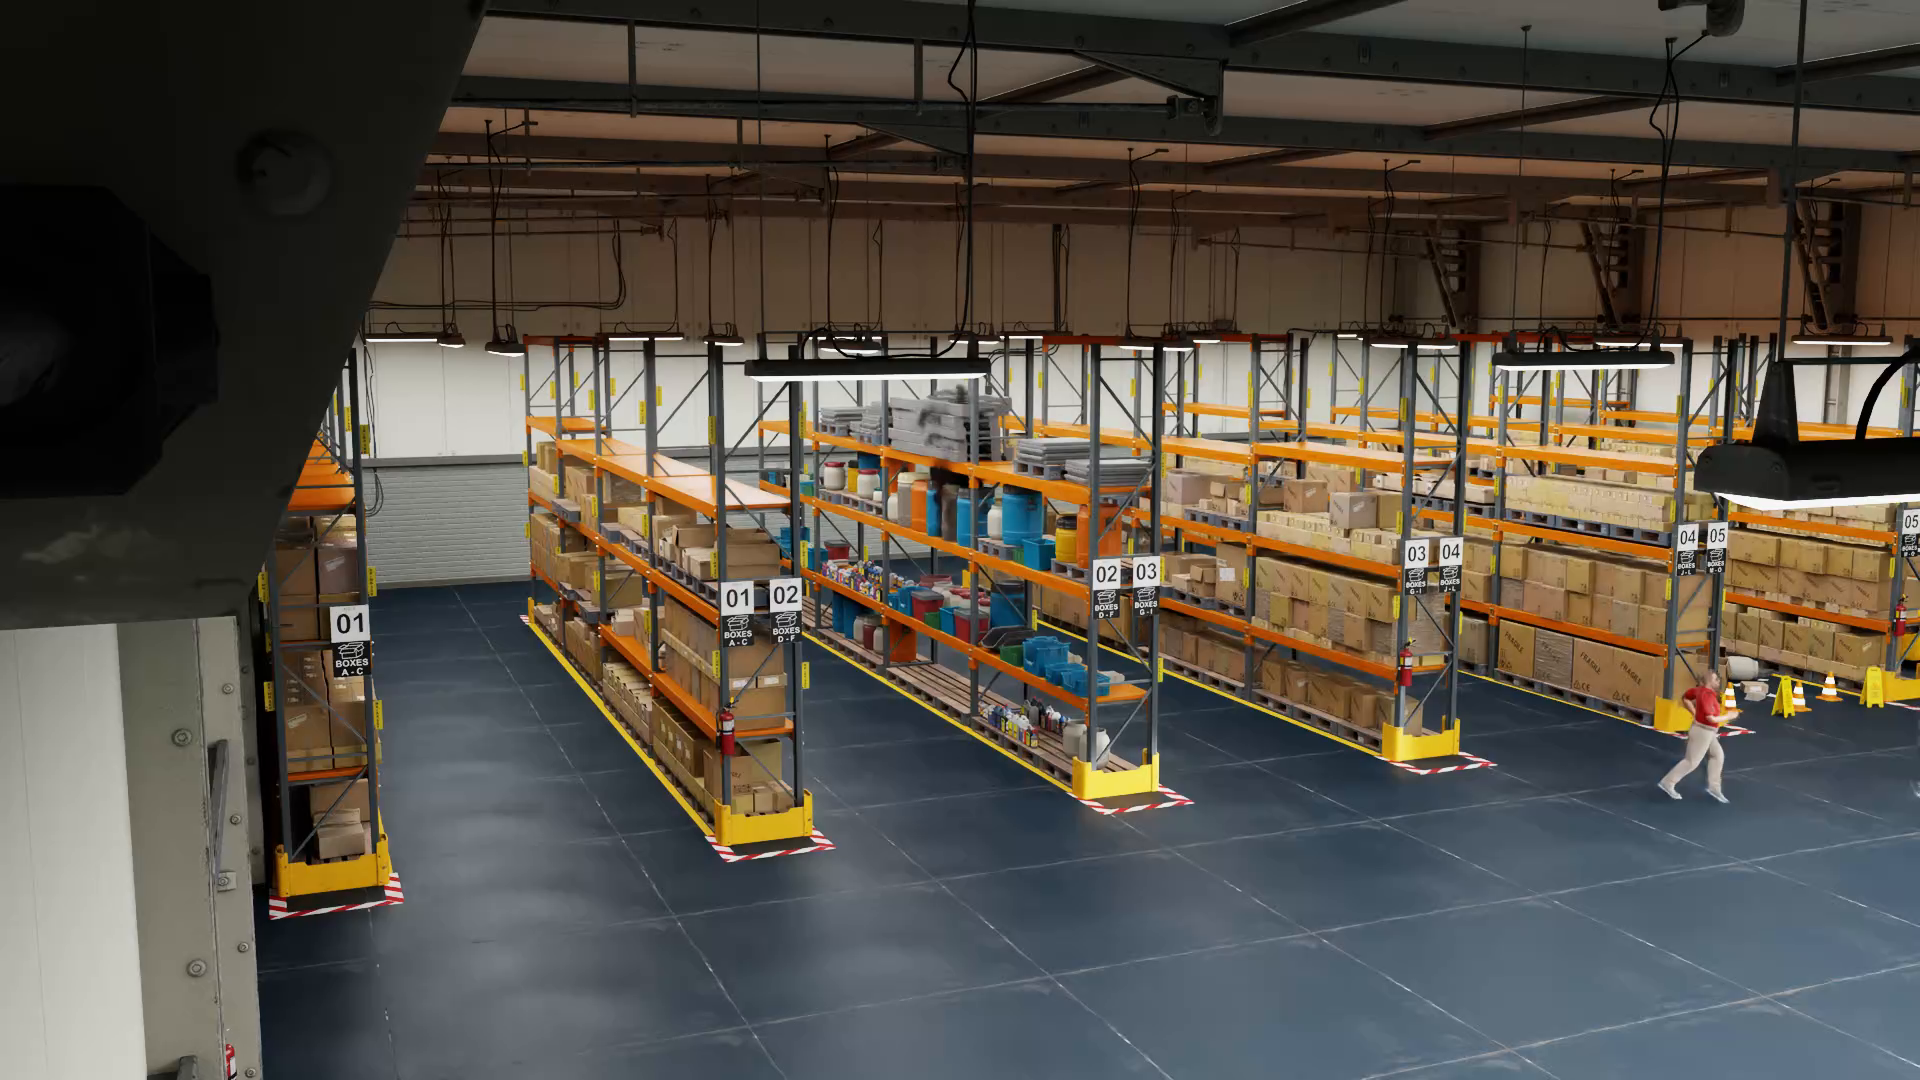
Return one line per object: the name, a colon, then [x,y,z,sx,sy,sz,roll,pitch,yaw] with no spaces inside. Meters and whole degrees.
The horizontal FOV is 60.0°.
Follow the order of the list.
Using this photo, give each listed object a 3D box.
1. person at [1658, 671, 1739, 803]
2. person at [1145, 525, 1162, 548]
person: [9.691,2.592,21.839,0.929,1.785,0.670,3,8,19]
person: [4.346,0.462,37.915,0.591,1.655,0.587,-2,8,-18]
